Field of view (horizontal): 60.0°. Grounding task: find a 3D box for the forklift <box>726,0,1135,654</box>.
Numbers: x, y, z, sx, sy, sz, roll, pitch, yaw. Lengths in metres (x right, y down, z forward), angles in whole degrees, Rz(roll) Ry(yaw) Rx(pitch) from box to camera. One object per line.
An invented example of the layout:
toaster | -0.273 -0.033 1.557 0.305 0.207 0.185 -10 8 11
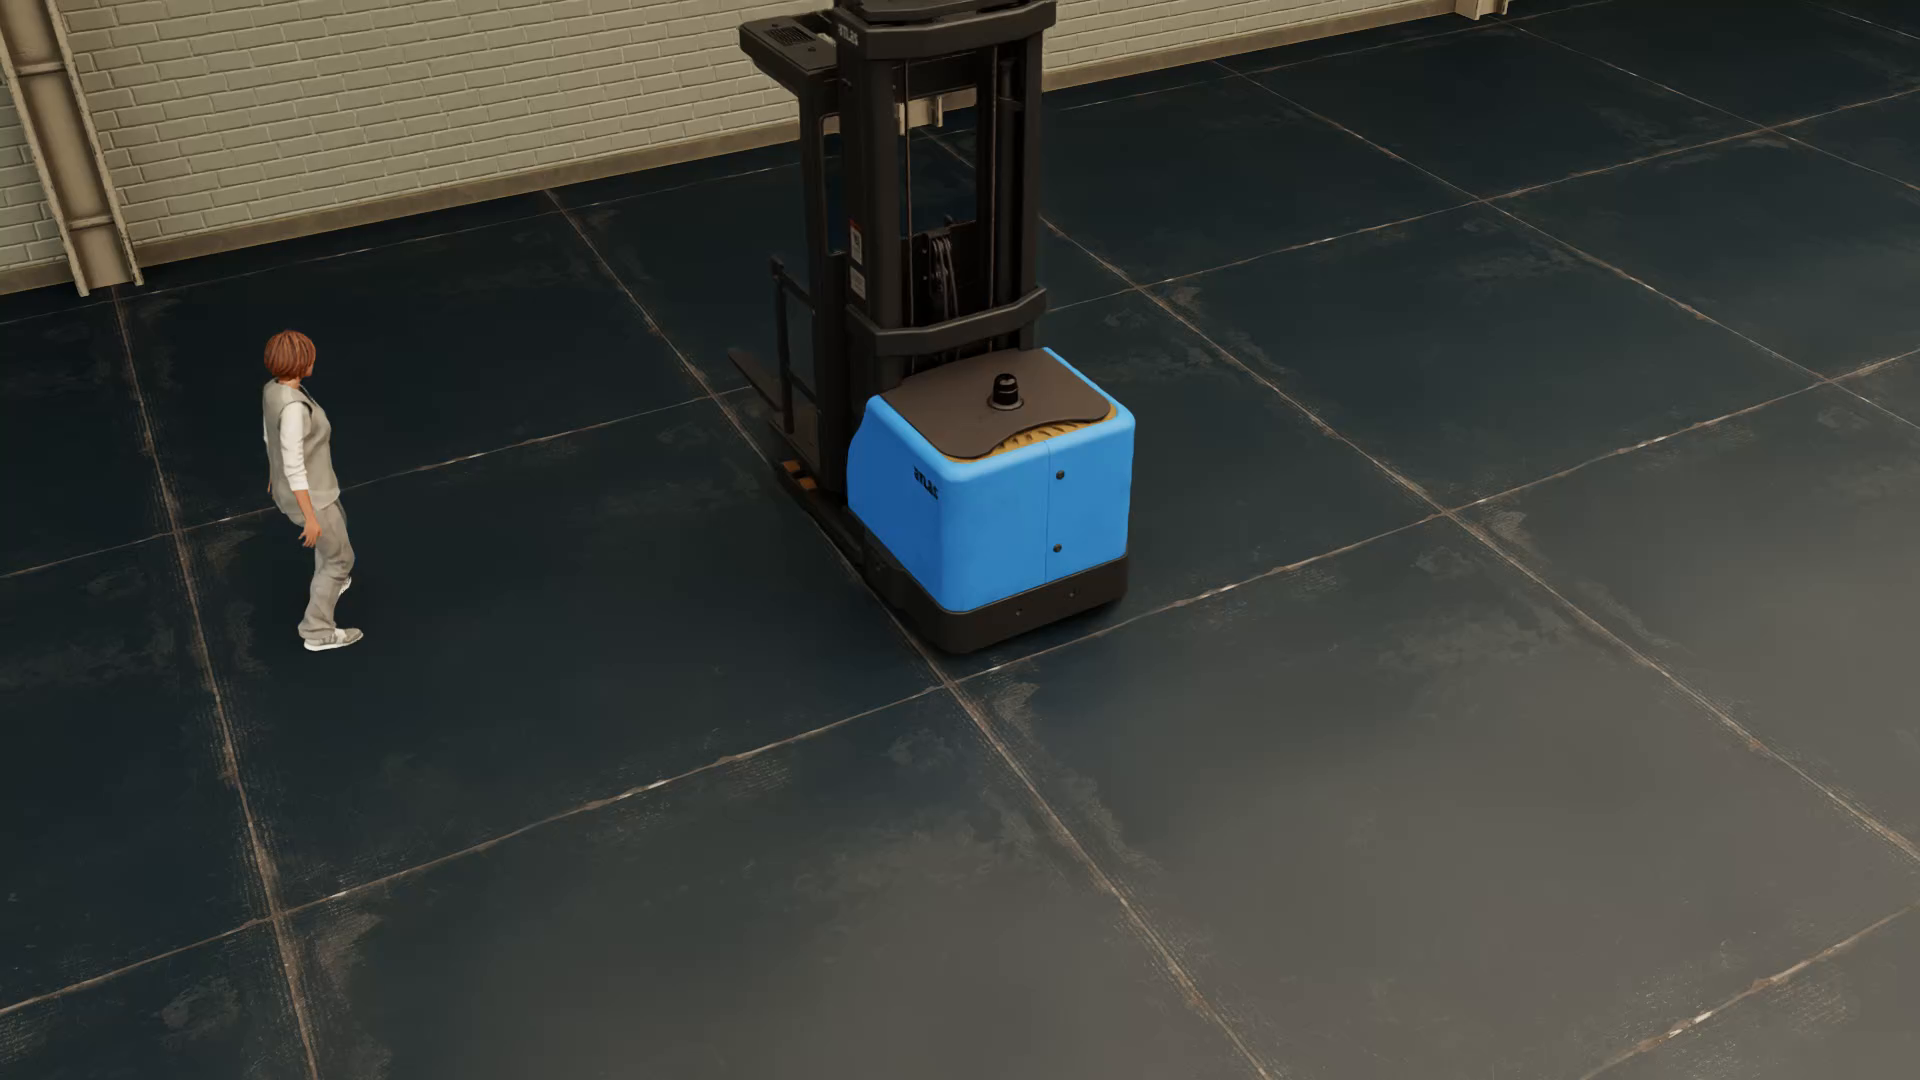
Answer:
forklift | -0.348 -1.489 8.229 1.130 2.935 3.031 -18 39 -24

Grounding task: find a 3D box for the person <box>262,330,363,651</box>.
person | -3.009 -0.214 7.642 0.403 1.563 0.740 -18 39 -24
